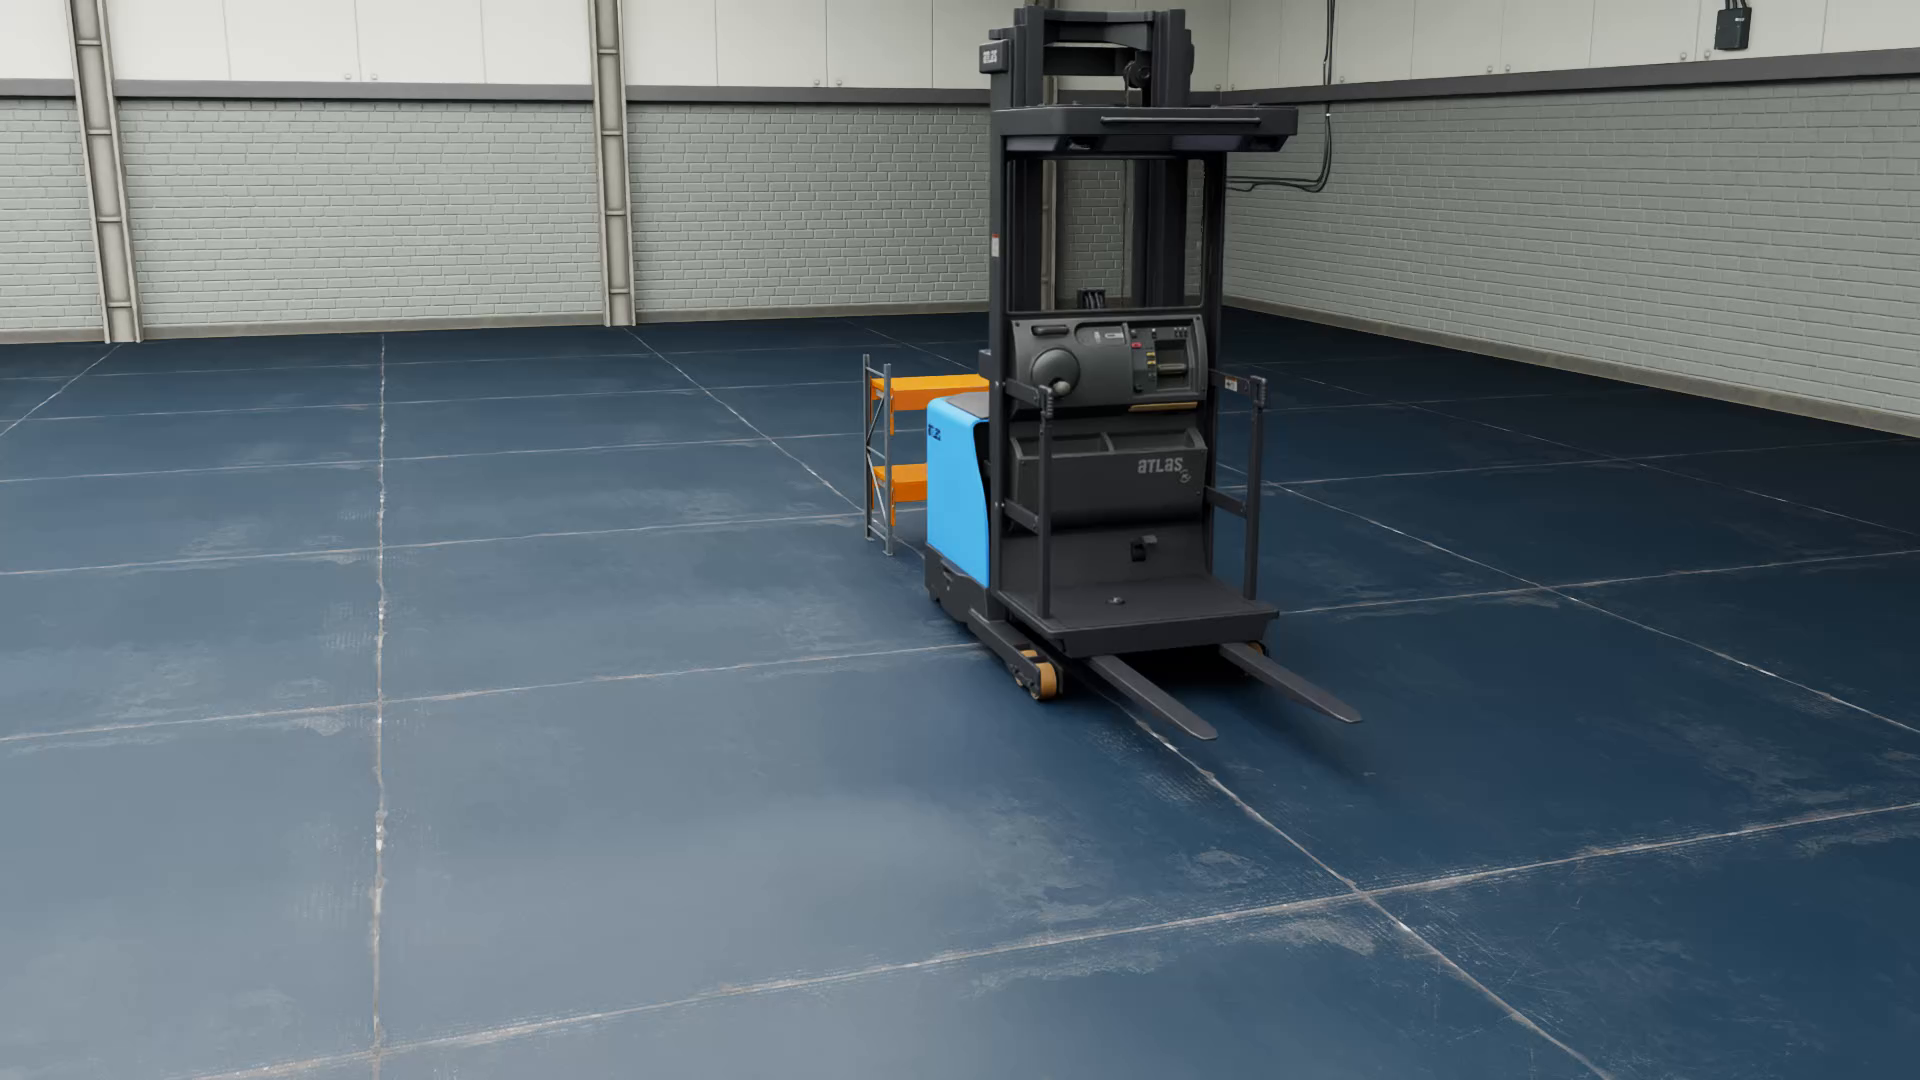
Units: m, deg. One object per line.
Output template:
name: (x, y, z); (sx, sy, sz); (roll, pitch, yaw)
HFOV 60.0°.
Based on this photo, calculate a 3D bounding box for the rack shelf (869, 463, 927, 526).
rack shelf: (-0.006, -0.309, 10.067); (1.000, 0.278, 0.538); (-4, 14, -18)

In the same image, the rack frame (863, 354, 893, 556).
rack frame: (-0.488, -0.509, 9.853); (0.032, 1.125, 0.500); (-4, 14, -18)

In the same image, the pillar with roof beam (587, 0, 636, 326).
pillar with roof beam: (-3.178, -6.312, 17.235); (0.400, 9.000, 9.100); (-4, 14, -18)

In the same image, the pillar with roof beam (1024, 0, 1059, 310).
pillar with roof beam: (2.508, -6.755, 19.096); (0.400, 9.000, 9.100); (-4, 14, -18)

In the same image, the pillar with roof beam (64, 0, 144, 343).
pillar with roof beam: (-8.865, -5.870, 15.373); (0.400, 9.000, 9.100); (-4, 14, -18)

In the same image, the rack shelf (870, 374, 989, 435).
rack shelf: (-0.006, -0.831, 9.943); (1.000, 0.278, 0.538); (-4, 14, -18)

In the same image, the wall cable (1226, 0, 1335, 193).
wall cable: (4.349, -6.116, 23.120); (0.112, 2.526, 3.097); (-4, 14, -18)

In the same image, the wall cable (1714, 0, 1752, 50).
wall cable: (7.362, -7.198, 13.609); (0.169, 6.003, 2.305); (-4, 14, -18)

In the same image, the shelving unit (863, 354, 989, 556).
shelving unit: (-0.006, -0.547, 10.011); (1.048, 1.125, 0.538); (-4, 14, -18)

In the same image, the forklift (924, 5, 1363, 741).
forklift: (0.749, -0.834, 7.317); (1.130, 2.935, 3.031); (-4, 14, -17)
